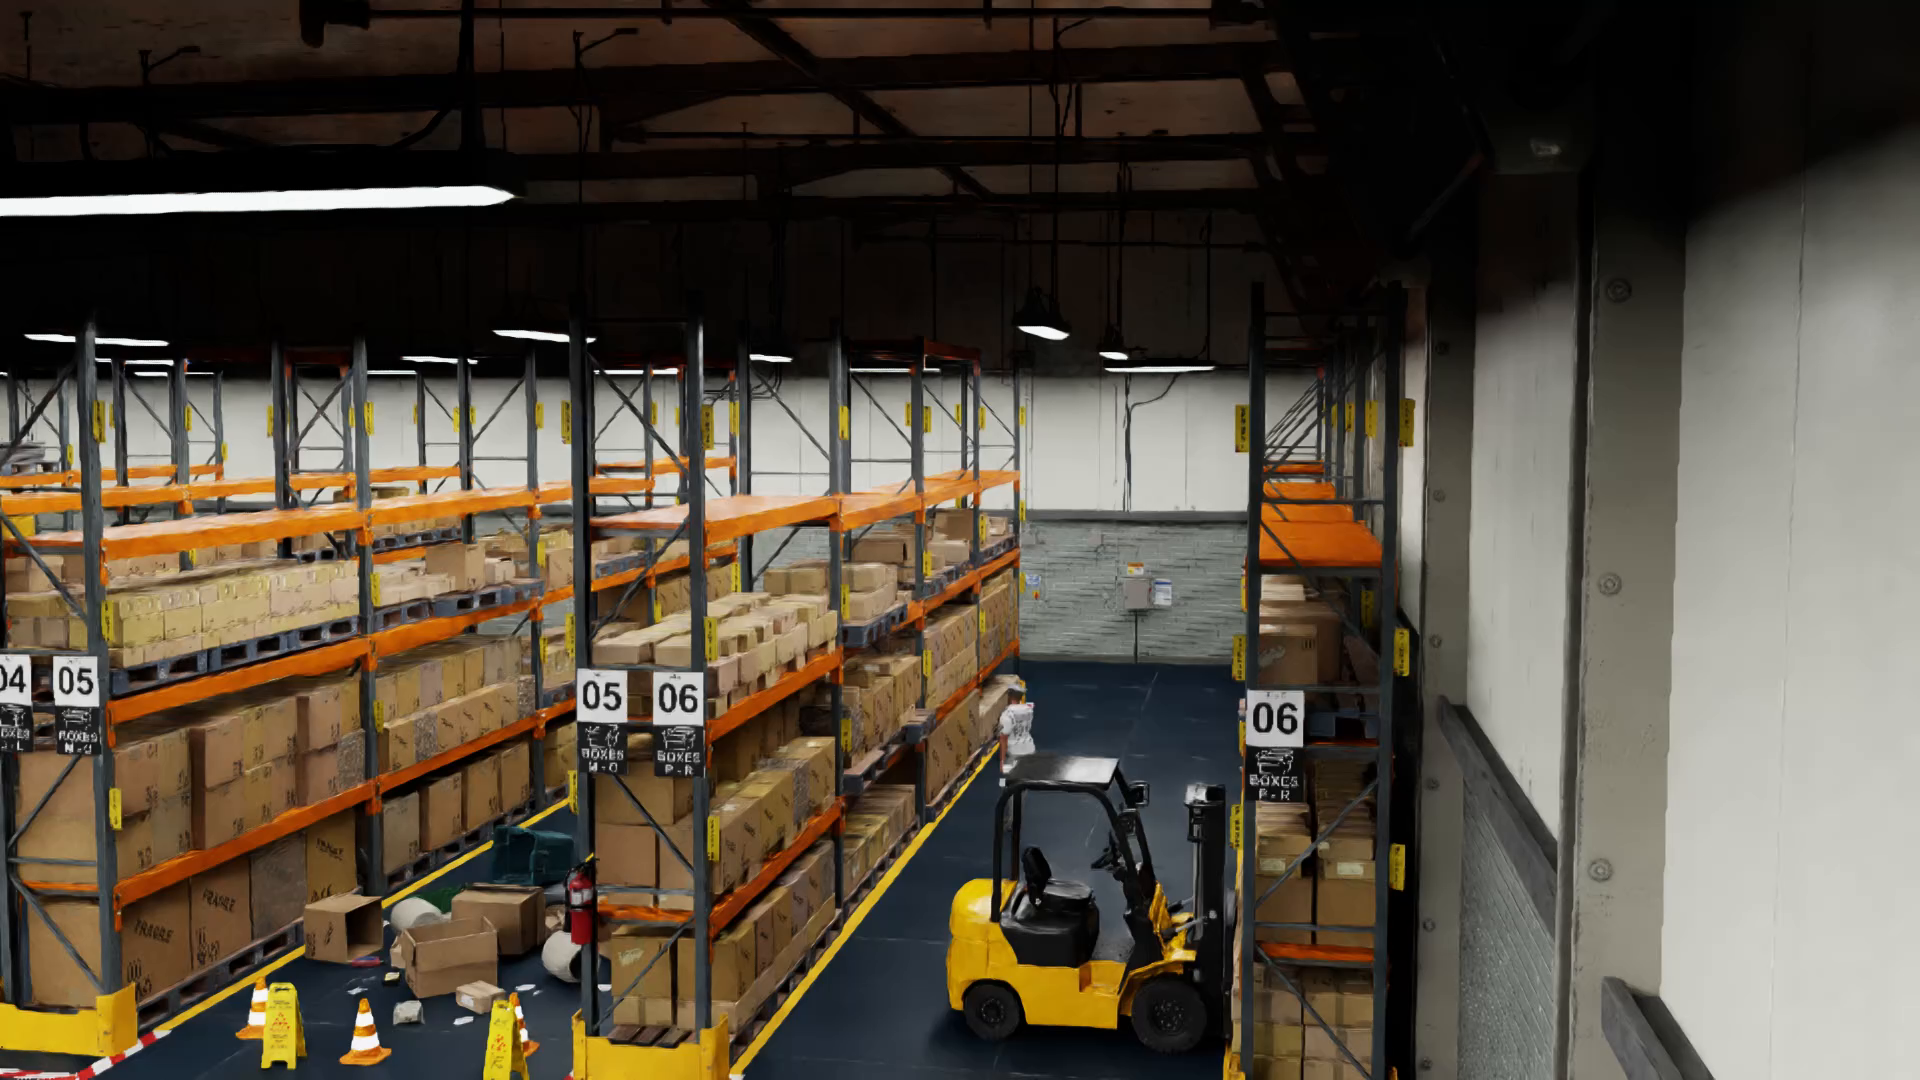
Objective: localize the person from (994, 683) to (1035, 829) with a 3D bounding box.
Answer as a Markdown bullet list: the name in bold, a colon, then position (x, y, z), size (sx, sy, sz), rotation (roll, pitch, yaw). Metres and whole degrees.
- **person**: position (0.638, 2.638, 20.405), size (0.501, 1.758, 0.588), rotation (4, 6, 41)
